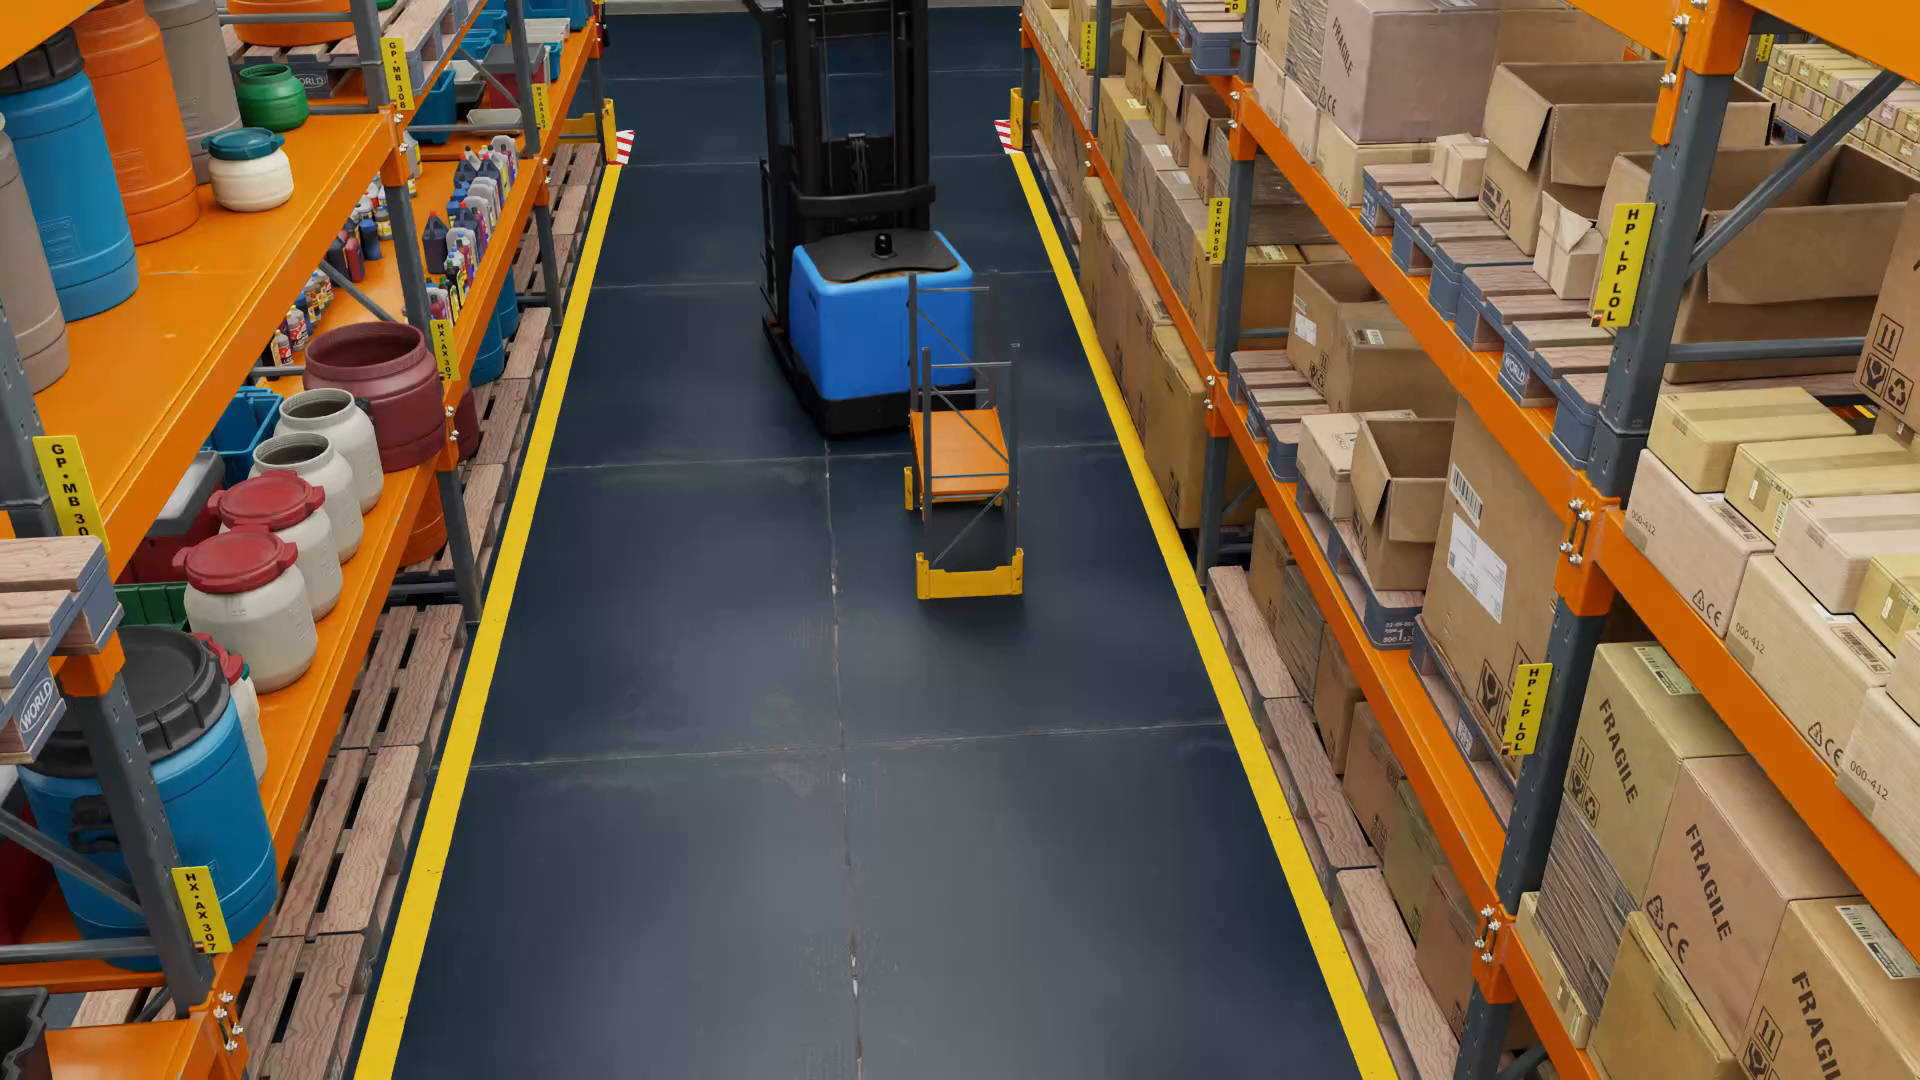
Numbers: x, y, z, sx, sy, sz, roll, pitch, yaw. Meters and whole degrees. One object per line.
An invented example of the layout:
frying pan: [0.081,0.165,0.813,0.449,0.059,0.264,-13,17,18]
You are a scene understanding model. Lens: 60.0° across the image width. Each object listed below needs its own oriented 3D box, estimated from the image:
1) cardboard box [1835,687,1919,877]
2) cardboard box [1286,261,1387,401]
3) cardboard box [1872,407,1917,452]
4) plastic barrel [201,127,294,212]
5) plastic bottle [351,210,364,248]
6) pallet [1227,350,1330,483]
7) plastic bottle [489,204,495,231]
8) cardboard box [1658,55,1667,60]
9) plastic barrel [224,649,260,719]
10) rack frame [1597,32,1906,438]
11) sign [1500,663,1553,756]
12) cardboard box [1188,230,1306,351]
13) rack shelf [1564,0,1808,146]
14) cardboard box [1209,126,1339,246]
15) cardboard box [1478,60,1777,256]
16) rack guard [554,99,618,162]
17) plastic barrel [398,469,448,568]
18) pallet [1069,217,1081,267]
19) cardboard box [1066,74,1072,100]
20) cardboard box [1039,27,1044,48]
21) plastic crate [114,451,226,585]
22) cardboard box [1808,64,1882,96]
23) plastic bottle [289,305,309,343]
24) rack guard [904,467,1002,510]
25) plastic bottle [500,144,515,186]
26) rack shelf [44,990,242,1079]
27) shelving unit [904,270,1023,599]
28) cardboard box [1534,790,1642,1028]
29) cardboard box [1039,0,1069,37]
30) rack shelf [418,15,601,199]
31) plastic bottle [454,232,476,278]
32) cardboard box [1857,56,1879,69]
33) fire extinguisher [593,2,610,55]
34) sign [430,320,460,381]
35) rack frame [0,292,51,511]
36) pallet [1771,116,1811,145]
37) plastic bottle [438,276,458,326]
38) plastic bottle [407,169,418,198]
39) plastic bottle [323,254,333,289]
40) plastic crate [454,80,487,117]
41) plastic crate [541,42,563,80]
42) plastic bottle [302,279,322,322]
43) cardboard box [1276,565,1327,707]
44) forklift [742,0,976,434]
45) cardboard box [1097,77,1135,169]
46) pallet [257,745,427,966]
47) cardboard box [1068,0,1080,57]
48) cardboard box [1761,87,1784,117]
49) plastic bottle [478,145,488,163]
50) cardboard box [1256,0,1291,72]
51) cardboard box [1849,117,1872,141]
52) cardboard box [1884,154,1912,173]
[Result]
cardboard box: [2.085,0.509,3.194,0.500,0.250,0.500,-4,31,-7]
cardboard box: [1.924,-1.025,8.034,0.500,0.500,0.500,-6,31,-11]
cardboard box: [2.526,-0.276,4.119,0.380,0.149,0.250,-2,31,-3]
plastic barrel: [-2.746,-1.429,6.427,0.301,0.262,0.301,0,31,0]
plastic bottle: [-3.715,-1.919,10.164,0.097,0.271,0.097,0,31,0]
pallet: [2.007,-0.635,8.075,1.213,0.211,1.003,-3,31,-5]
plastic bottle: [-2.980,-2.039,10.433,0.097,0.201,0.097,0,31,0]
cardboard box: [6.025,-3.999,13.765,0.380,0.149,0.250,-3,31,-5]
plastic barrel: [-2.694,0.580,5.989,0.301,0.262,0.301,0,31,0]
rack frame: [2.208,-1.609,3.669,1.000,3.000,0.127,-3,31,-5]
sign: [1.656,0.498,4.863,0.100,0.325,0.005,-3,31,-5]
cardboard box: [1.541,-1.359,9.002,0.500,0.500,0.500,-2,31,-3]
rack shelf: [2.021,-2.150,5.665,1.077,0.370,4.000,-3,31,-5]
cardboard box: [1.782,-1.924,8.969,0.797,0.503,0.637,-2,31,-3]
cardboard box: [2.174,-1.272,5.519,0.797,0.503,0.637,-2,31,-3]
rack guard: [-3.860,-3.861,15.727,1.175,0.500,0.348,-3,31,-5]
plastic barrel: [-3.160,-0.336,9.094,0.600,0.830,0.708,-3,31,-5]
pallet: [1.467,-2.313,13.416,1.003,0.211,1.213,-3,31,-5]
cardboard box: [1.034,-3.544,13.003,0.380,0.149,0.250,-2,31,-4]
cardboard box: [0.889,-4.331,14.320,0.380,0.149,0.250,-3,31,-6]
plastic crate: [-3.251,-0.026,6.807,0.402,0.464,0.583,-3,31,-5]
cardboard box: [6.040,-3.136,11.330,0.380,0.149,0.250,-2,31,-4]
plastic bottle: [-3.583,-1.167,8.972,0.097,0.201,0.097,0,31,0]
rack guard: [-0.039,-0.323,10.046,0.587,0.250,0.087,-3,31,-5]
plastic bottle: [-3.045,-2.529,11.173,0.061,0.283,0.133,-3,31,-5]
rack shelf: [-2.537,2.534,3.285,1.077,0.370,4.000,-3,31,-5]
shelving unit: [0.007,-0.605,9.300,0.587,1.500,1.083,-3,31,-5]
cardboard box: [2.188,1.028,4.716,0.875,0.500,0.500,-3,31,-5]
cardboard box: [0.961,-4.444,14.121,0.500,0.250,0.500,-4,31,-6]
rack shelf: [-3.658,-3.593,13.542,1.077,0.370,4.000,-3,31,-5]
plastic bottle: [-2.907,-1.670,9.746,0.097,0.271,0.097,0,31,0]
cardboard box: [6.640,-3.436,11.833,0.380,0.149,0.250,-1,31,-2]
fire extinguisher: [-3.406,-4.828,15.348,0.296,0.674,0.183,-3,31,-5]
sign: [-2.550,-0.939,8.237,0.100,0.325,0.005,-3,31,-5]
rack frame: [-2.723,-1.372,3.271,1.000,3.000,0.127,-3,31,-5]
pallet: [6.335,-2.825,11.741,1.003,0.211,1.213,-3,31,-5]
plastic bottle: [-2.826,-1.332,9.168,0.061,0.283,0.133,-3,31,-5]
plastic bottle: [-3.650,-2.370,10.986,0.097,0.201,0.097,0,31,0]
plastic bottle: [-3.666,-1.558,9.547,0.061,0.283,0.133,-3,31,-5]
plastic crate: [-3.843,-3.347,12.638,0.437,0.125,0.590,-3,31,-5]
plastic crate: [-3.397,-3.841,13.360,0.416,0.233,0.300,-3,31,-5]
plastic bottle: [-3.610,-1.346,9.203,0.097,0.271,0.097,0,31,0]
cardboard box: [1.981,0.432,8.110,0.700,0.500,0.500,-5,31,-9]
forklift: [-0.817,-2.688,11.392,1.130,2.935,3.031,-9,32,-15]
cardboard box: [1.255,-2.914,11.606,0.500,0.500,0.500,-3,31,-4]
pallet: [-2.953,1.377,7.238,1.003,0.211,1.213,-3,31,-5]
cardboard box: [1.109,-3.981,12.615,0.500,0.500,0.500,-2,31,-4]
cardboard box: [5.987,-3.153,11.940,0.380,0.149,0.250,-4,31,-7]
plastic bottle: [-3.235,-2.594,11.362,0.097,0.201,0.097,0,31,0]
cardboard box: [1.622,-2.369,7.281,0.500,0.500,0.500,-2,31,-4]
cardboard box: [6.090,-2.747,10.969,0.380,0.149,0.250,-2,31,-3]
cardboard box: [6.135,-2.358,10.608,0.380,0.149,0.250,-4,31,-7]
